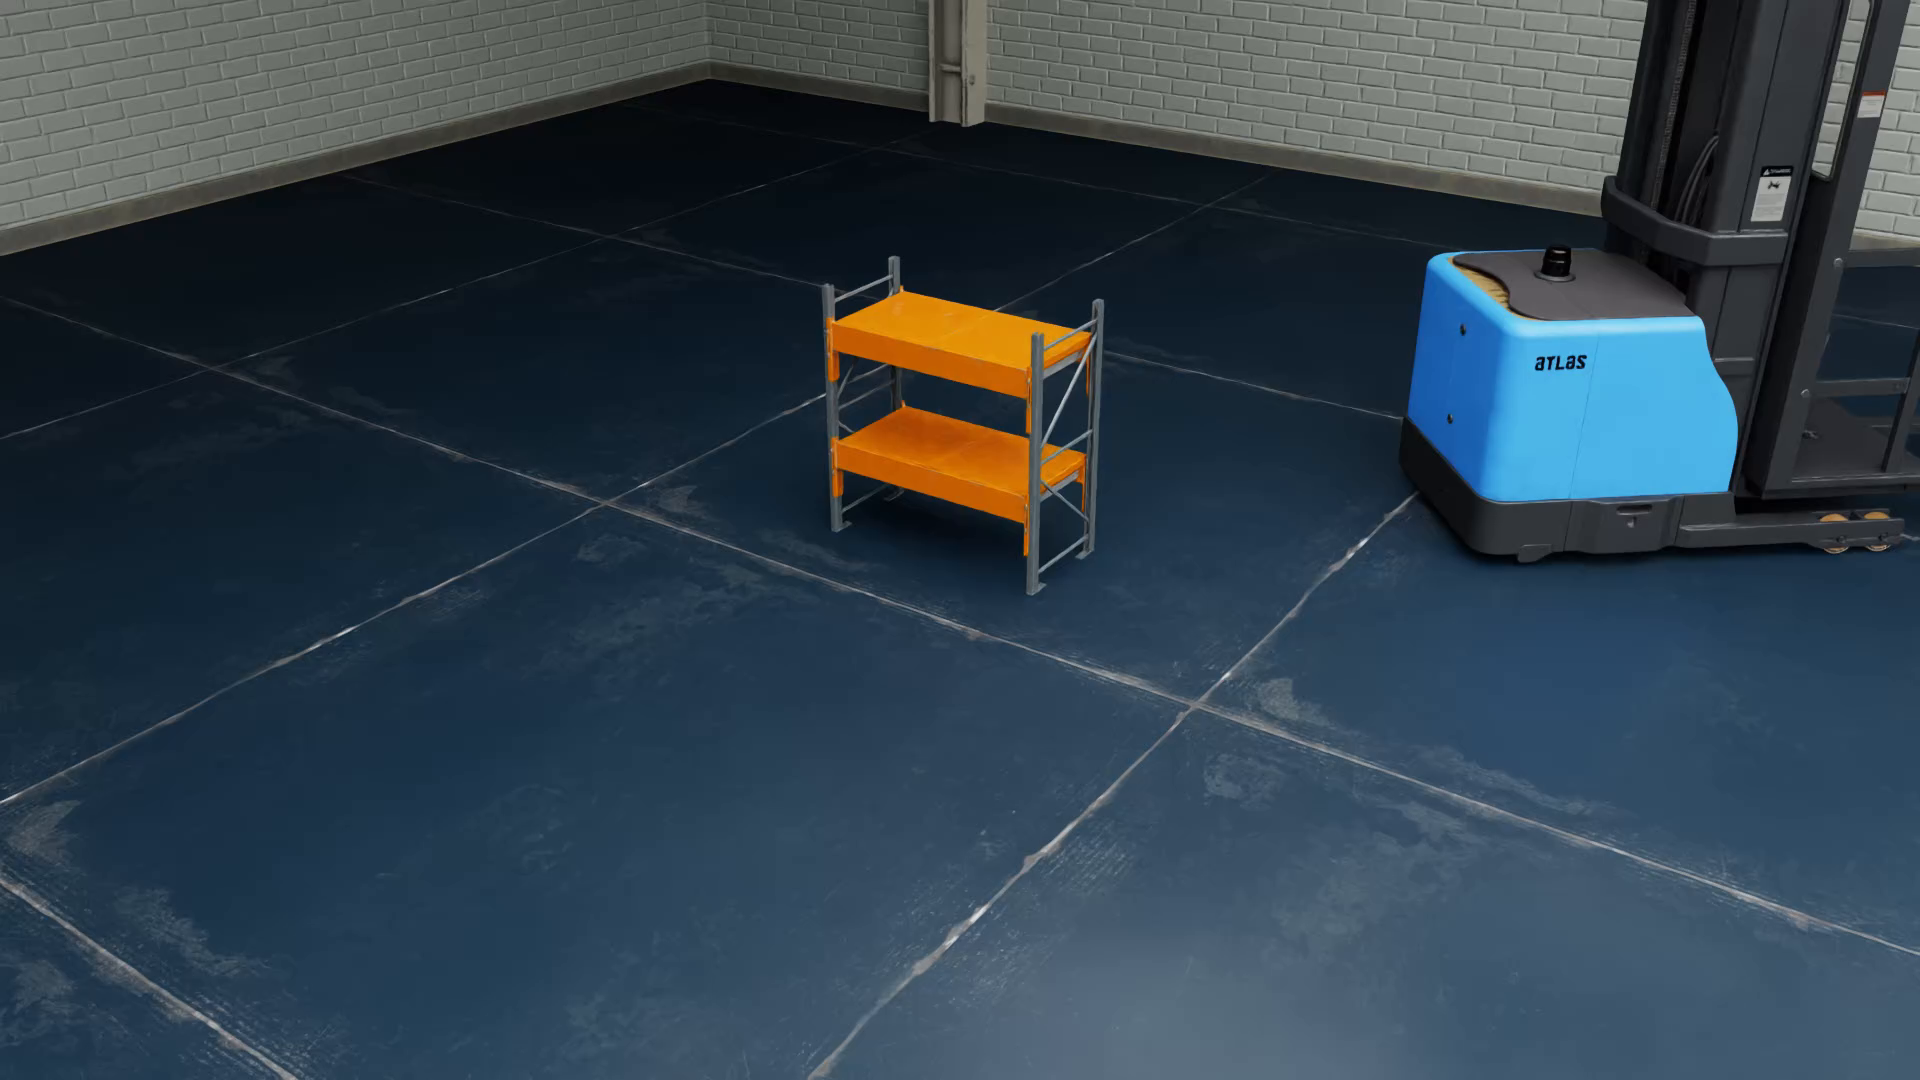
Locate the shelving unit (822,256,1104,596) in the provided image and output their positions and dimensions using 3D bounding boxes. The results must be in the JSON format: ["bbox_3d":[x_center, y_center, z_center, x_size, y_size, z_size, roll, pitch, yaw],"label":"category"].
[{"bbox_3d":[0.006,-0.500,6.991,1.048,1.125,0.538,17,32,30],"label":"shelving unit"}]

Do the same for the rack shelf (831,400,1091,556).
[{"bbox_3d":[0.006,-0.282,7.102,1.000,0.278,0.538,17,32,30],"label":"rack shelf"}]

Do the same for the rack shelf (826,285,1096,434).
[{"bbox_3d":[0.006,-0.760,6.859,1.000,0.278,0.538,17,32,30],"label":"rack shelf"}]

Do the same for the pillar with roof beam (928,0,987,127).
[{"bbox_3d":[-2.459,-6.023,9.163,0.400,9.000,9.100,17,32,30],"label":"pillar with roof beam"}]

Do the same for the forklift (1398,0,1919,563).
[{"bbox_3d":[3.609,-1.485,6.937,3.031,2.935,1.130,-3,27,-6],"label":"forklift"}]

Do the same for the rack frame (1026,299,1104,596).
[{"bbox_3d":[0.425,-0.369,6.735,0.032,1.125,0.500,17,32,30],"label":"rack frame"}]

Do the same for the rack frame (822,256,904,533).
[{"bbox_3d":[-0.413,-0.630,7.248,0.032,1.125,0.500,17,32,30],"label":"rack frame"}]
